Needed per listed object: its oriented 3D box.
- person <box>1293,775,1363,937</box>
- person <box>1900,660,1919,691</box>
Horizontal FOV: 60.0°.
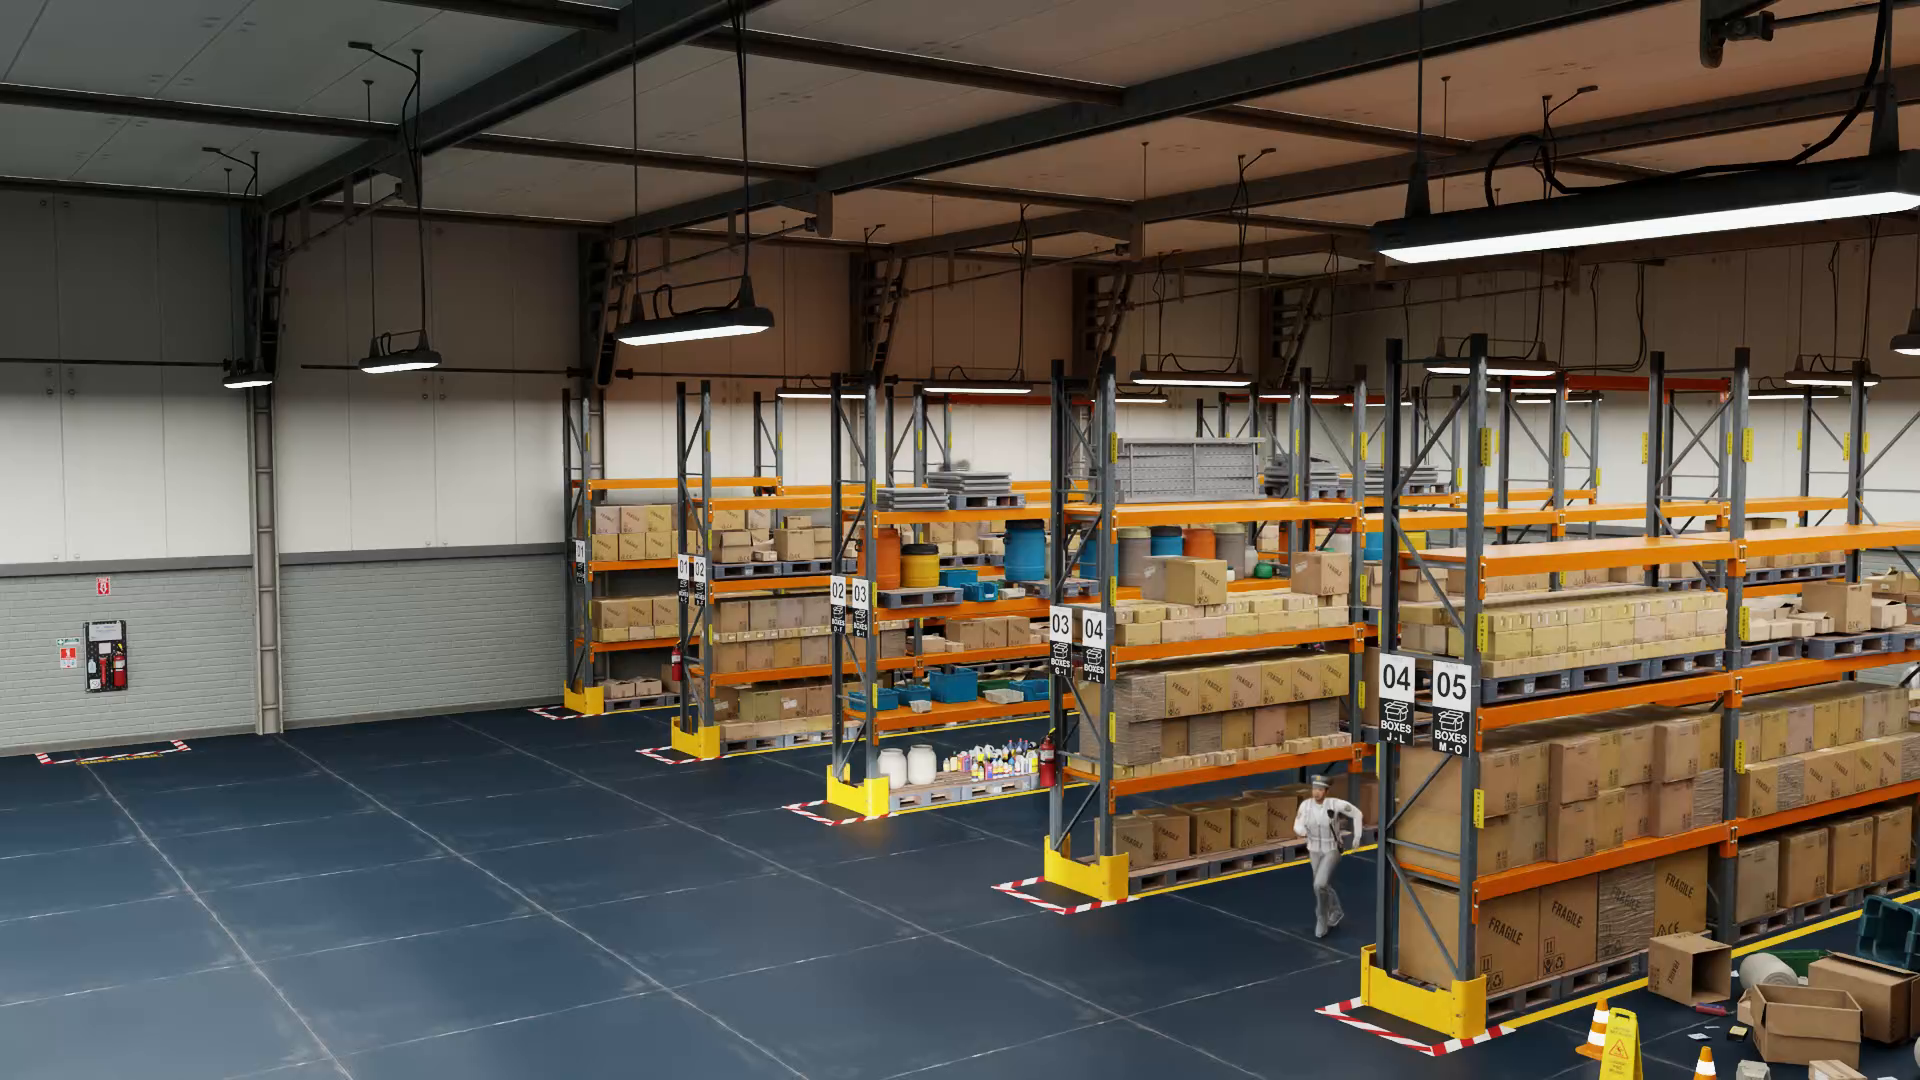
[{"bbox_3d":[3.767,3.222,17.107,0.641,1.680,0.790,3,4,35],"label":"person"},{"bbox_3d":[15.181,2.612,26.193,0.708,1.740,0.526,2,4,28],"label":"person"}]
